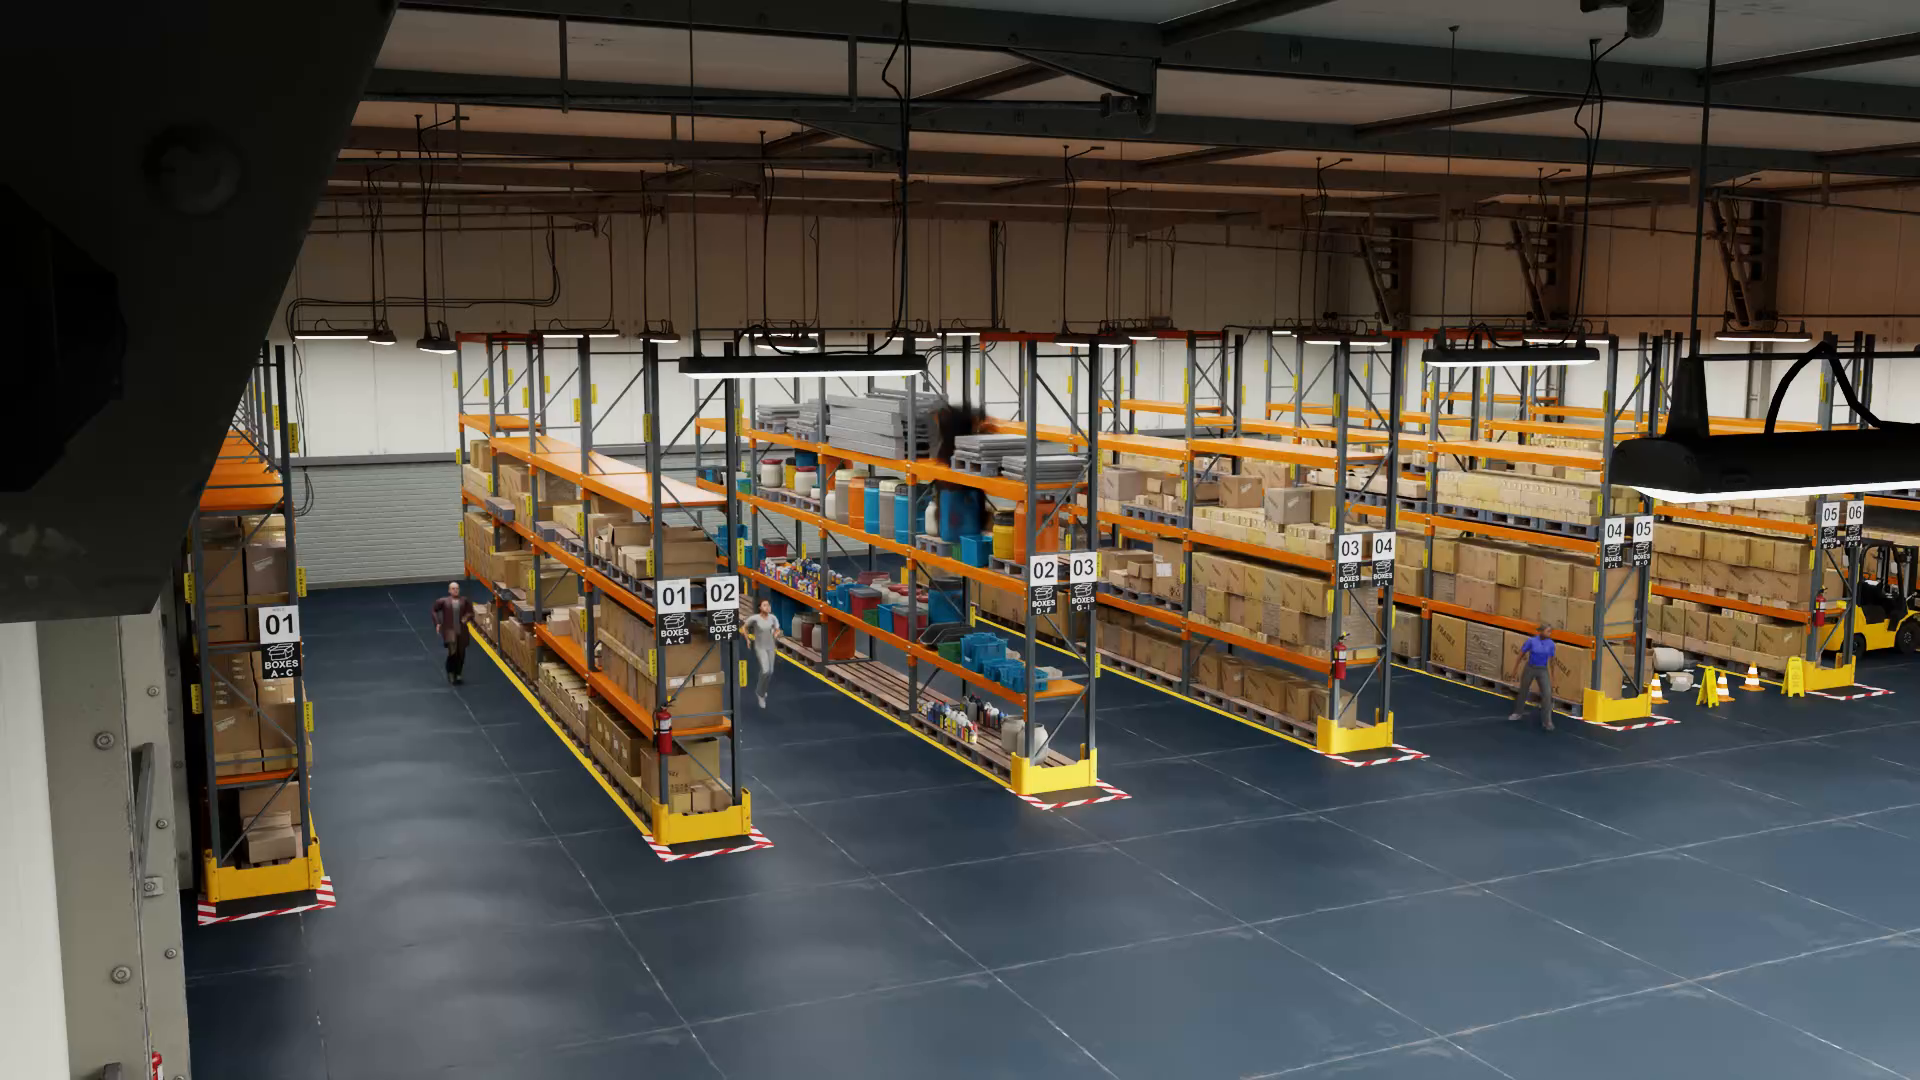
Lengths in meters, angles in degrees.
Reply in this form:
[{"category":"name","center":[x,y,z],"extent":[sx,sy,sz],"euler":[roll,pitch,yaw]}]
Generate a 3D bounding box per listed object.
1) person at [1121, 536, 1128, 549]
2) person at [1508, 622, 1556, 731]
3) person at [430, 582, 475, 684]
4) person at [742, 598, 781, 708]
[{"category":"person","center":[4.118,-0.140,41.868],"extent":[0.908,1.641,0.637],"euler":[0,8,3]},{"category":"person","center":[8.852,2.066,25.707],"extent":[0.670,1.638,0.764],"euler":[1,8,5]},{"category":"person","center":[-8.683,1.603,28.607],"extent":[0.690,1.752,0.716],"euler":[-4,9,-29]},{"category":"person","center":[-3.099,1.776,26.293],"extent":[0.546,1.731,0.705],"euler":[-5,9,-34]}]
